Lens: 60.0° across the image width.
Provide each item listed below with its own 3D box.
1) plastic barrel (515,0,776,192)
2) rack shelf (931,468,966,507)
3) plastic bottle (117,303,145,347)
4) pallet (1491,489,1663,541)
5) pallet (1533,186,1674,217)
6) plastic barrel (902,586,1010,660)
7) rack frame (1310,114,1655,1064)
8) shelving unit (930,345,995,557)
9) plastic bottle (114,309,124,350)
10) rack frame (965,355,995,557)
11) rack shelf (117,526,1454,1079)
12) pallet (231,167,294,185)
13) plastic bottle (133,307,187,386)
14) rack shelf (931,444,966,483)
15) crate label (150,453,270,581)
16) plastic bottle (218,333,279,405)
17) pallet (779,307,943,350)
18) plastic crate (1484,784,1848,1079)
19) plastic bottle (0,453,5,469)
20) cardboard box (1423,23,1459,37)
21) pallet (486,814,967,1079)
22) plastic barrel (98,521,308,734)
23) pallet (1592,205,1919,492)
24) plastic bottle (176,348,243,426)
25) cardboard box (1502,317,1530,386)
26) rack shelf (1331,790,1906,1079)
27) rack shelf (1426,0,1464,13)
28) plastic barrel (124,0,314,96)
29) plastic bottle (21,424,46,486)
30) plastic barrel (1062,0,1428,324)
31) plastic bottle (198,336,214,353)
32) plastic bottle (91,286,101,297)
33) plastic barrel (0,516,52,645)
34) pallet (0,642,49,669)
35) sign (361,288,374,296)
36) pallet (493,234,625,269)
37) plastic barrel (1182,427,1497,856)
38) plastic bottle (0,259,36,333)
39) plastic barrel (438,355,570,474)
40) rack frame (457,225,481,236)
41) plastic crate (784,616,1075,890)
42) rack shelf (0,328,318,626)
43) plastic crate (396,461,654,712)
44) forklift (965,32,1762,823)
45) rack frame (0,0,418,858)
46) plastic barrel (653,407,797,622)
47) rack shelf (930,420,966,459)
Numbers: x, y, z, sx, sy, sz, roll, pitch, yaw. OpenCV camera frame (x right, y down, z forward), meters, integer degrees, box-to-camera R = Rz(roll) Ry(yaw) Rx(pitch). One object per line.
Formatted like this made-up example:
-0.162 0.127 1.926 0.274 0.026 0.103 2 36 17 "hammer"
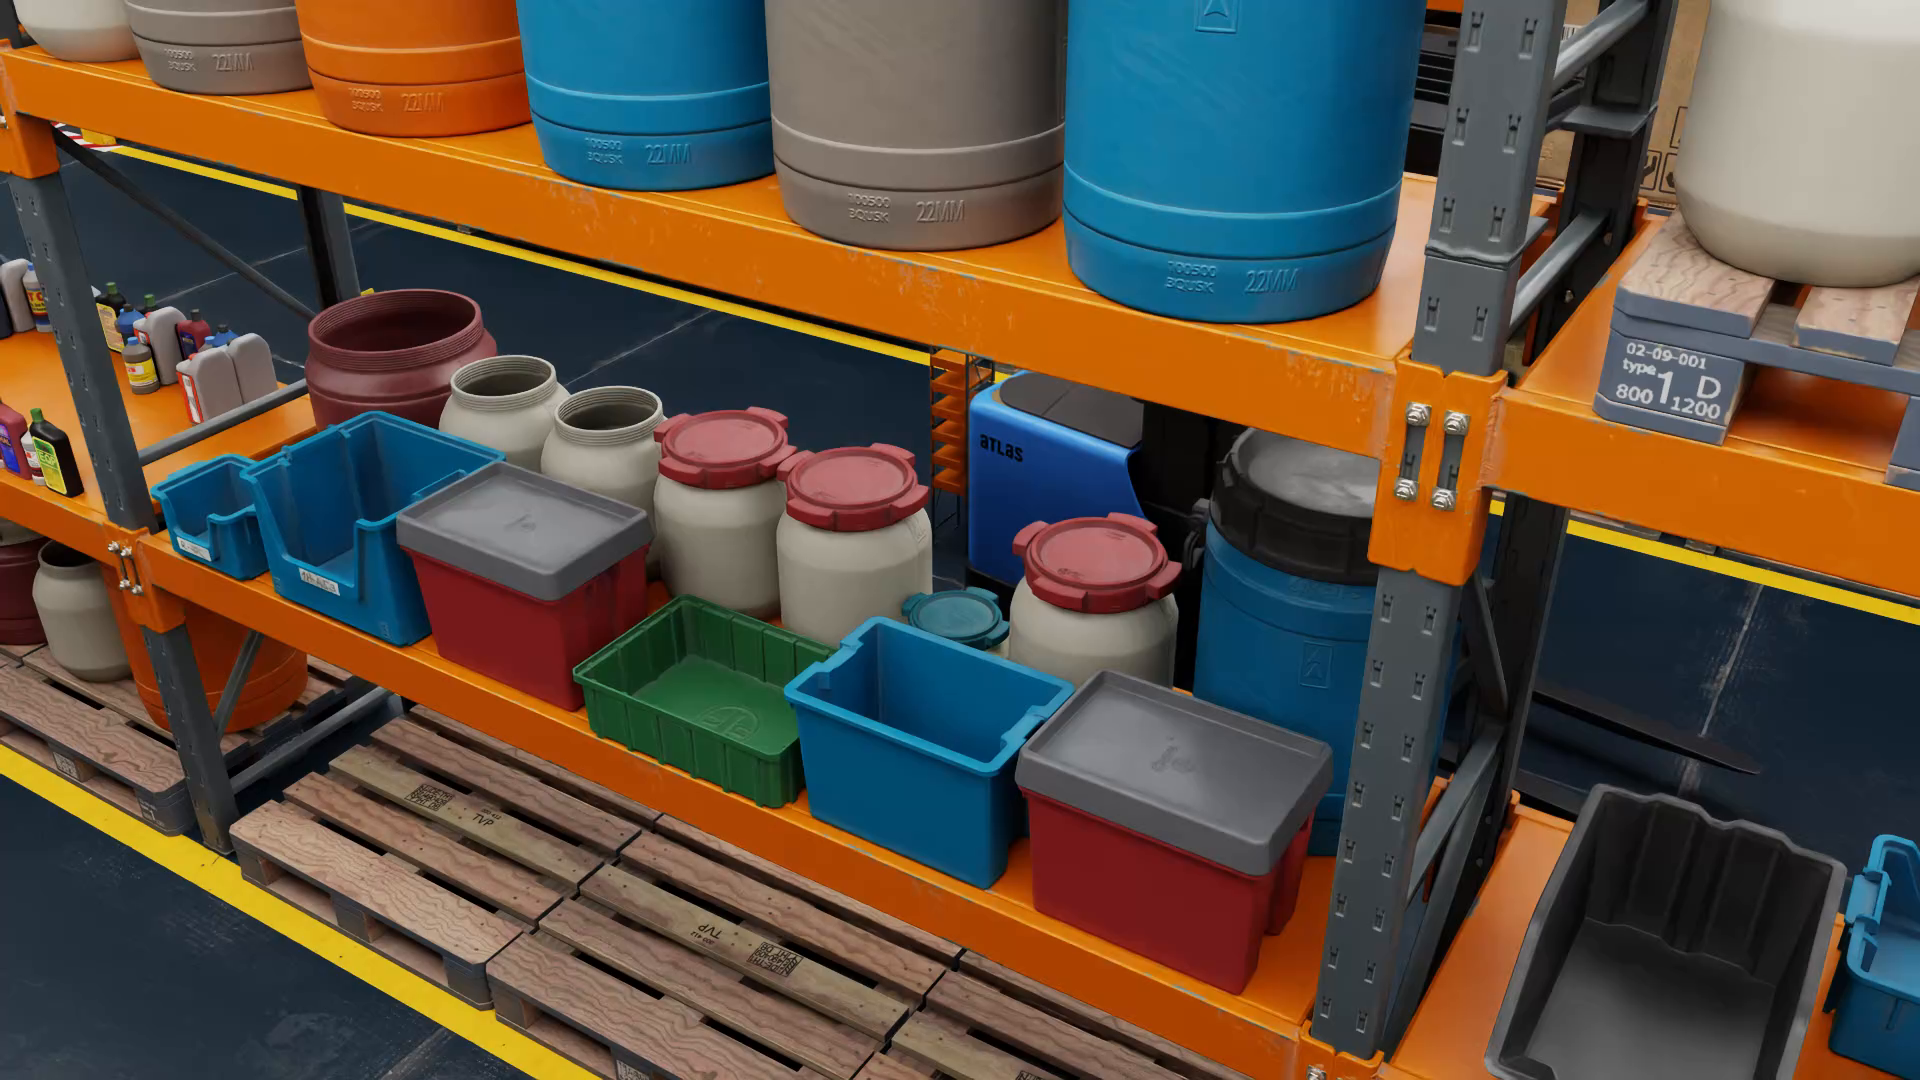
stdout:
-0.625 -1.243 3.430 0.708 0.901 0.600 18 35 27 "plastic barrel"
0.012 -0.269 7.584 0.180 0.103 0.258 18 35 27 "rack shelf"
-3.061 -0.747 6.182 0.097 0.271 0.097 0 30 0 "plastic bottle"
3.002 -0.454 8.319 1.213 0.211 1.003 18 35 27 "pallet"
3.092 -1.635 7.766 1.213 0.211 1.003 18 35 27 "pallet"
-0.011 0.303 4.391 0.301 0.262 0.301 0 30 0 "plastic barrel"
1.029 0.663 3.637 0.127 3.000 1.000 18 35 27 "rack frame"
0.012 -0.514 7.441 0.189 1.200 0.258 18 35 27 "shelving unit"
-3.142 -0.779 6.306 0.097 0.201 0.097 0 30 0 "plastic bottle"
0.090 -0.490 7.399 0.006 1.200 0.240 18 35 27 "rack frame"
-0.665 0.438 4.736 4.000 0.370 1.077 18 35 27 "rack shelf"
-4.754 -2.953 12.602 1.213 0.211 1.003 18 35 27 "pallet"
-2.945 -0.733 6.152 0.135 0.276 0.152 18 35 27 "plastic bottle"
0.012 -0.372 7.524 0.180 0.103 0.258 18 35 27 "rack shelf"
-2.201 -0.063 5.048 0.416 0.233 0.303 18 35 27 "crate label"
-2.554 -0.609 5.940 0.135 0.276 0.152 18 35 27 "plastic bottle"
-0.354 -1.561 10.217 1.213 0.211 1.003 18 35 27 "pallet"
1.405 0.885 3.319 0.504 0.338 0.767 18 35 27 "plastic crate"
-3.212 -0.349 5.569 0.097 0.201 0.097 0 30 0 "plastic bottle"
2.145 -2.102 7.857 0.637 0.503 0.797 22 37 32 "cardboard box"
-0.694 1.347 5.231 1.213 0.211 1.003 18 35 27 "pallet"
-2.782 0.224 6.127 0.708 0.830 0.600 18 35 27 "plastic barrel"
1.692 -0.399 2.668 1.003 0.211 1.213 18 35 27 "pallet"
-2.634 -0.544 5.828 0.135 0.276 0.152 18 35 27 "plastic bottle"
2.760 -0.871 8.310 0.500 0.500 0.700 17 34 27 "cardboard box"
2.723 1.510 2.899 4.000 0.370 1.077 18 35 27 "rack shelf"
4.691 -3.766 11.942 4.000 0.370 1.077 18 35 27 "rack shelf"
-1.779 -1.608 4.055 0.600 0.901 0.600 0 30 0 "plastic barrel"
-3.016 -0.288 5.463 0.097 0.201 0.097 0 30 0 "plastic bottle"
0.483 -0.893 2.829 0.708 0.901 0.600 18 35 27 "plastic barrel"
-2.720 -0.645 6.077 0.097 0.201 0.097 0 30 0 "plastic bottle"
-3.338 -0.871 6.394 0.097 0.271 0.097 0 30 0 "plastic bottle"
-3.739 0.025 6.706 0.708 0.588 0.600 18 35 27 "plastic barrel"
-4.078 0.275 7.068 1.213 0.211 1.003 18 35 27 "pallet"
-2.072 -0.716 5.838 0.005 0.325 0.100 18 35 27 "sign"
-2.420 -2.215 11.337 1.213 0.211 1.003 18 35 27 "pallet"
0.863 0.214 3.909 0.708 0.901 0.600 18 35 27 "plastic barrel"
-3.728 -0.980 6.577 0.135 0.276 0.152 18 35 27 "plastic bottle"
-1.374 -0.272 5.129 0.421 0.512 0.421 0 30 0 "plastic barrel"
-3.114 -3.594 10.934 0.127 3.000 1.000 18 35 27 "rack frame"
-0.071 0.507 3.920 0.575 0.384 0.392 18 35 27 "plastic crate"
-4.053 -0.633 6.573 4.000 0.370 1.077 18 35 27 "rack shelf"
-1.153 0.127 4.491 0.583 0.464 0.402 18 35 27 "plastic crate"
1.480 -0.621 5.907 3.031 2.935 1.130 23 37 33 "forklift"
-2.359 -0.408 5.473 0.127 3.000 1.000 18 35 27 "rack frame"
-0.653 -0.058 4.738 0.433 0.535 0.433 0 30 0 "plastic barrel"
0.012 -0.476 7.463 0.180 0.103 0.258 18 35 27 "rack shelf"
